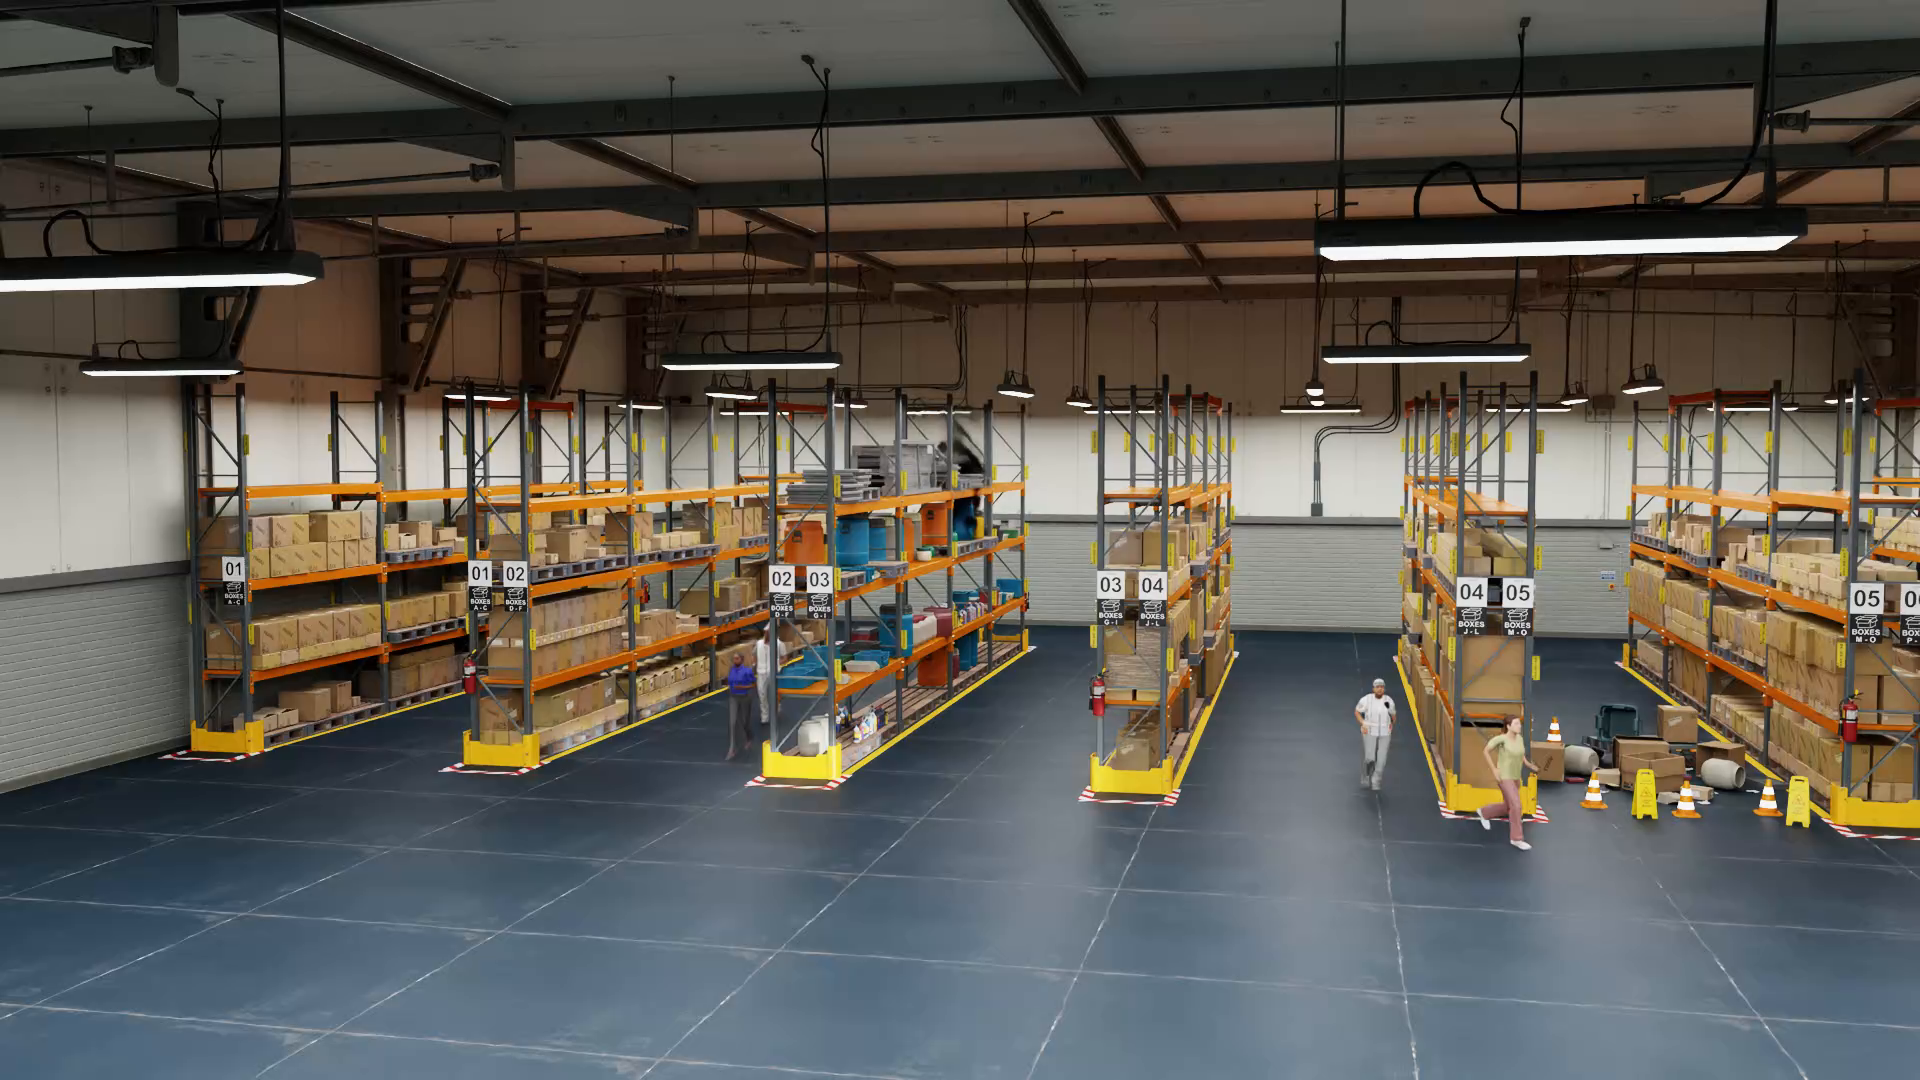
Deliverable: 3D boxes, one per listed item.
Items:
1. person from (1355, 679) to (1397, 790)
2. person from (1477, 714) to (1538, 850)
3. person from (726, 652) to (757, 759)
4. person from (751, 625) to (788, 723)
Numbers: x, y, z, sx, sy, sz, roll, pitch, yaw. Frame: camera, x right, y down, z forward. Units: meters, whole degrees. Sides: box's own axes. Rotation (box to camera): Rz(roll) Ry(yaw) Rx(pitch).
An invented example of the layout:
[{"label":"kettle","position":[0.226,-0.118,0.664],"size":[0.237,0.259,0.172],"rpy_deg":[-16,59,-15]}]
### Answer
[{"label":"person","position":[6.025,2.819,24.008],"size":[0.582,1.611,0.531],"rpy_deg":[0,3,2]},{"label":"person","position":[6.823,2.988,20.879],"size":[0.558,1.650,0.892],"rpy_deg":[-2,4,-31]},{"label":"person","position":[-3.515,2.641,26.870],"size":[0.560,1.693,0.858],"rpy_deg":[1,3,18]},{"label":"person","position":[-3.465,2.410,30.098],"size":[0.694,1.746,0.804],"rpy_deg":[0,3,6]}]
